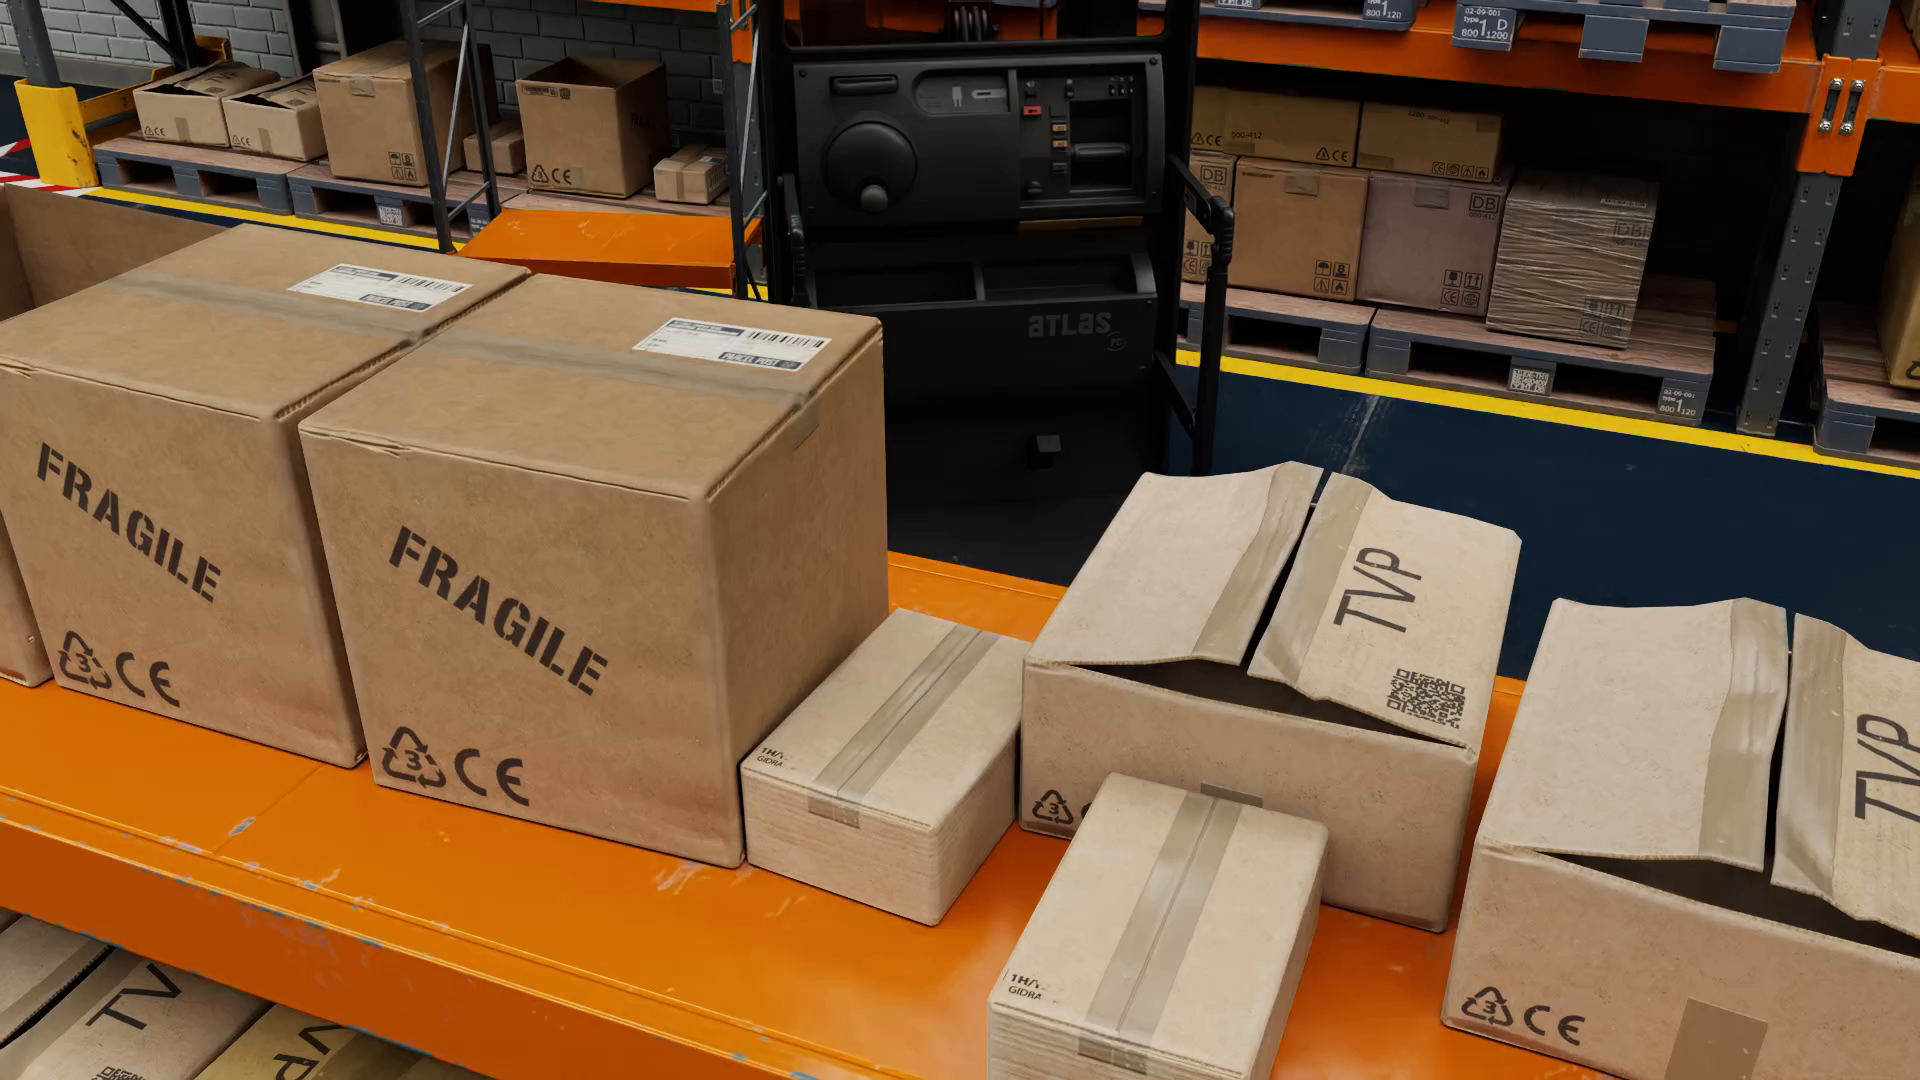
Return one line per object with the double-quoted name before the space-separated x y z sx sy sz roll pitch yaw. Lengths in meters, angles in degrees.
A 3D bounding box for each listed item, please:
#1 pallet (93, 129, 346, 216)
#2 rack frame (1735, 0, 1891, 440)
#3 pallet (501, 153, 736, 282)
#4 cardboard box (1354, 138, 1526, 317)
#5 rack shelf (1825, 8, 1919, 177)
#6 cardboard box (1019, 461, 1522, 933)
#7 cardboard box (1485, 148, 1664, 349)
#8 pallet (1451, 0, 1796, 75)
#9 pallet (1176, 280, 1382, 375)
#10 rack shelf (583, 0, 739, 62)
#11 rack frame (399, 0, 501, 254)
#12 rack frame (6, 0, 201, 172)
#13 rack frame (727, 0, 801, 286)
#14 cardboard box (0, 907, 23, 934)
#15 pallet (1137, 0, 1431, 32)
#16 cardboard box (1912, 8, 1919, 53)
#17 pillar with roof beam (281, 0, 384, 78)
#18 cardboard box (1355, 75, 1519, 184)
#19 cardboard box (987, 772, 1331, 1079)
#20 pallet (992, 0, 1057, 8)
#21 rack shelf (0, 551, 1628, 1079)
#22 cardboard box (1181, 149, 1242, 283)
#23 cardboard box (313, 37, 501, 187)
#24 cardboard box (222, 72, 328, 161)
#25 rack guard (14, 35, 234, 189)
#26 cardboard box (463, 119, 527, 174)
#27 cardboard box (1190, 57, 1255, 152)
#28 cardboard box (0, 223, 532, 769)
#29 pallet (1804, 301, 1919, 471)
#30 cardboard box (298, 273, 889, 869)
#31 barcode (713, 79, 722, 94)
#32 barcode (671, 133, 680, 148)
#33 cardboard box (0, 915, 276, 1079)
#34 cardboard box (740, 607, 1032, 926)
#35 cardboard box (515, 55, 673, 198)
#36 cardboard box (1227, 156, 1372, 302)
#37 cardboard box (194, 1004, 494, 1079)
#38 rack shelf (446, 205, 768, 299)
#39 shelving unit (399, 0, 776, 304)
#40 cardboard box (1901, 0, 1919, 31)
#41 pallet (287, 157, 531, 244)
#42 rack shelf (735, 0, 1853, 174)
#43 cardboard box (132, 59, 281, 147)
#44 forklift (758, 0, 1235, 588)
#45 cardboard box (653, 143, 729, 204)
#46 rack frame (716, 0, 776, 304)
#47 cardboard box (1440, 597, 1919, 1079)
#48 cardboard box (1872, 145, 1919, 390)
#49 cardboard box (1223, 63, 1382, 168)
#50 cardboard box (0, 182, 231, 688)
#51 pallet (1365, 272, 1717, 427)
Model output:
"pallet" -3.596 -1.986 8.549 1.213 0.211 1.003 11 31 19
"rack frame" 3.007 -1.900 5.563 0.127 3.000 1.000 11 31 19
"pallet" -1.335 -1.534 7.750 1.213 0.211 1.003 11 31 19
"cardboard box" 1.886 -1.261 6.526 0.500 0.500 0.700 11 31 19
"rack shelf" 4.860 -1.217 5.086 4.000 0.370 1.077 11 31 19
"cardboard box" 0.392 0.144 2.037 0.500 0.311 0.500 11 31 19
"cardboard box" 2.320 -1.113 6.264 0.500 0.500 0.700 12 32 20
"pallet" 2.306 -1.900 5.758 1.003 0.211 1.213 11 31 19
"pallet" 1.157 -1.058 6.907 1.213 0.211 1.003 11 31 19
"rack shelf" -2.553 -2.697 7.704 4.000 0.370 1.077 11 31 19
"rack frame" -1.720 -1.174 5.802 0.032 1.500 0.500 3 30 6
"rack frame" -4.406 -3.380 8.182 0.127 3.000 1.000 11 31 19
"rack frame" -0.700 -2.640 6.873 0.127 3.000 1.000 11 31 19
"cardboard box" -1.808 0.674 2.806 0.500 0.311 0.500 11 31 19
"pallet" 1.157 -2.164 6.225 1.213 0.211 1.003 11 31 19
"cardboard box" 3.225 -1.633 5.326 0.250 0.149 0.380 11 31 18
"pillar with roof beam" -5.051 -4.294 3.702 0.400 9.000 9.100 11 31 19
"cardboard box" 1.815 -1.573 6.316 0.500 0.250 0.500 12 32 20
"cardboard box" 0.211 0.428 1.699 0.250 0.149 0.380 11 31 19
"pallet" -0.046 -2.349 6.552 1.213 0.211 1.003 11 31 19
"rack shelf" -0.705 0.240 2.362 3.687 0.071 0.831 11 31 19
"cardboard box" 0.944 -1.429 6.824 0.500 0.500 0.700 12 32 20
"cardboard box" -2.610 -2.050 7.923 0.500 0.500 0.700 9 31 16
"cardboard box" -3.271 -2.127 8.250 0.500 0.311 0.500 14 32 23
"rack guard" -4.336 -2.278 8.772 0.348 0.500 1.175 11 31 19
"cardboard box" -2.174 -1.896 8.005 0.250 0.149 0.380 9 31 15
"cardboard box" 0.881 -1.767 6.659 0.500 0.250 0.500 10 31 18
"cardboard box" -0.901 -0.085 2.250 0.500 0.500 0.500 11 31 19
"pallet" 3.709 -0.506 5.931 1.213 0.211 1.003 11 31 19
"cardboard box" -0.413 0.013 2.077 0.500 0.500 0.500 10 31 16
"barcode" -1.110 -2.092 7.671 0.075 0.075 0.001 11 31 19
"barcode" -1.375 -1.916 7.969 0.075 0.075 0.001 11 31 19
"cardboard box" -1.327 0.770 2.638 0.500 0.311 0.500 10 31 17
"cardboard box" -0.055 0.258 2.000 0.250 0.149 0.380 14 32 23
"cardboard box" -1.676 -1.917 7.687 0.500 0.500 0.500 9 31 15
"cardboard box" 1.415 -1.340 6.666 0.500 0.500 0.700 11 31 19
"cardboard box" -0.844 0.863 2.472 0.500 0.311 0.500 12 32 20
"rack shelf" -1.214 -0.989 5.842 1.000 0.185 0.538 3 30 6
"shelving unit" -1.205 -1.146 5.753 1.083 1.500 0.587 3 30 6
"cardboard box" 3.405 -1.856 5.720 0.250 0.149 0.380 12 32 20
"pallet" -2.470 -1.759 8.148 1.213 0.211 1.003 11 31 19
"rack shelf" 1.154 -1.957 6.395 4.000 0.370 1.077 11 31 19
"cardboard box" -3.799 -2.232 8.436 0.500 0.311 0.500 8 30 13
"forklift" 0.085 -0.969 3.985 1.130 2.935 3.031 -4 30 -7
"cardboard box" -1.207 -1.684 7.612 0.250 0.166 0.380 7 30 13
"rack frame" -0.709 -1.118 5.704 0.032 1.500 0.500 3 30 6
"cardboard box" 0.827 0.311 1.742 0.500 0.311 0.500 13 32 22
"cardboard box" 3.639 -0.951 5.642 0.750 0.750 0.750 11 31 18
"cardboard box" 1.337 -1.666 6.481 0.500 0.250 0.500 11 31 19
"cardboard box" -1.365 -0.177 2.414 0.500 0.500 0.500 14 32 23
"pallet" 2.283 -0.831 6.506 1.213 0.211 1.003 11 31 19
